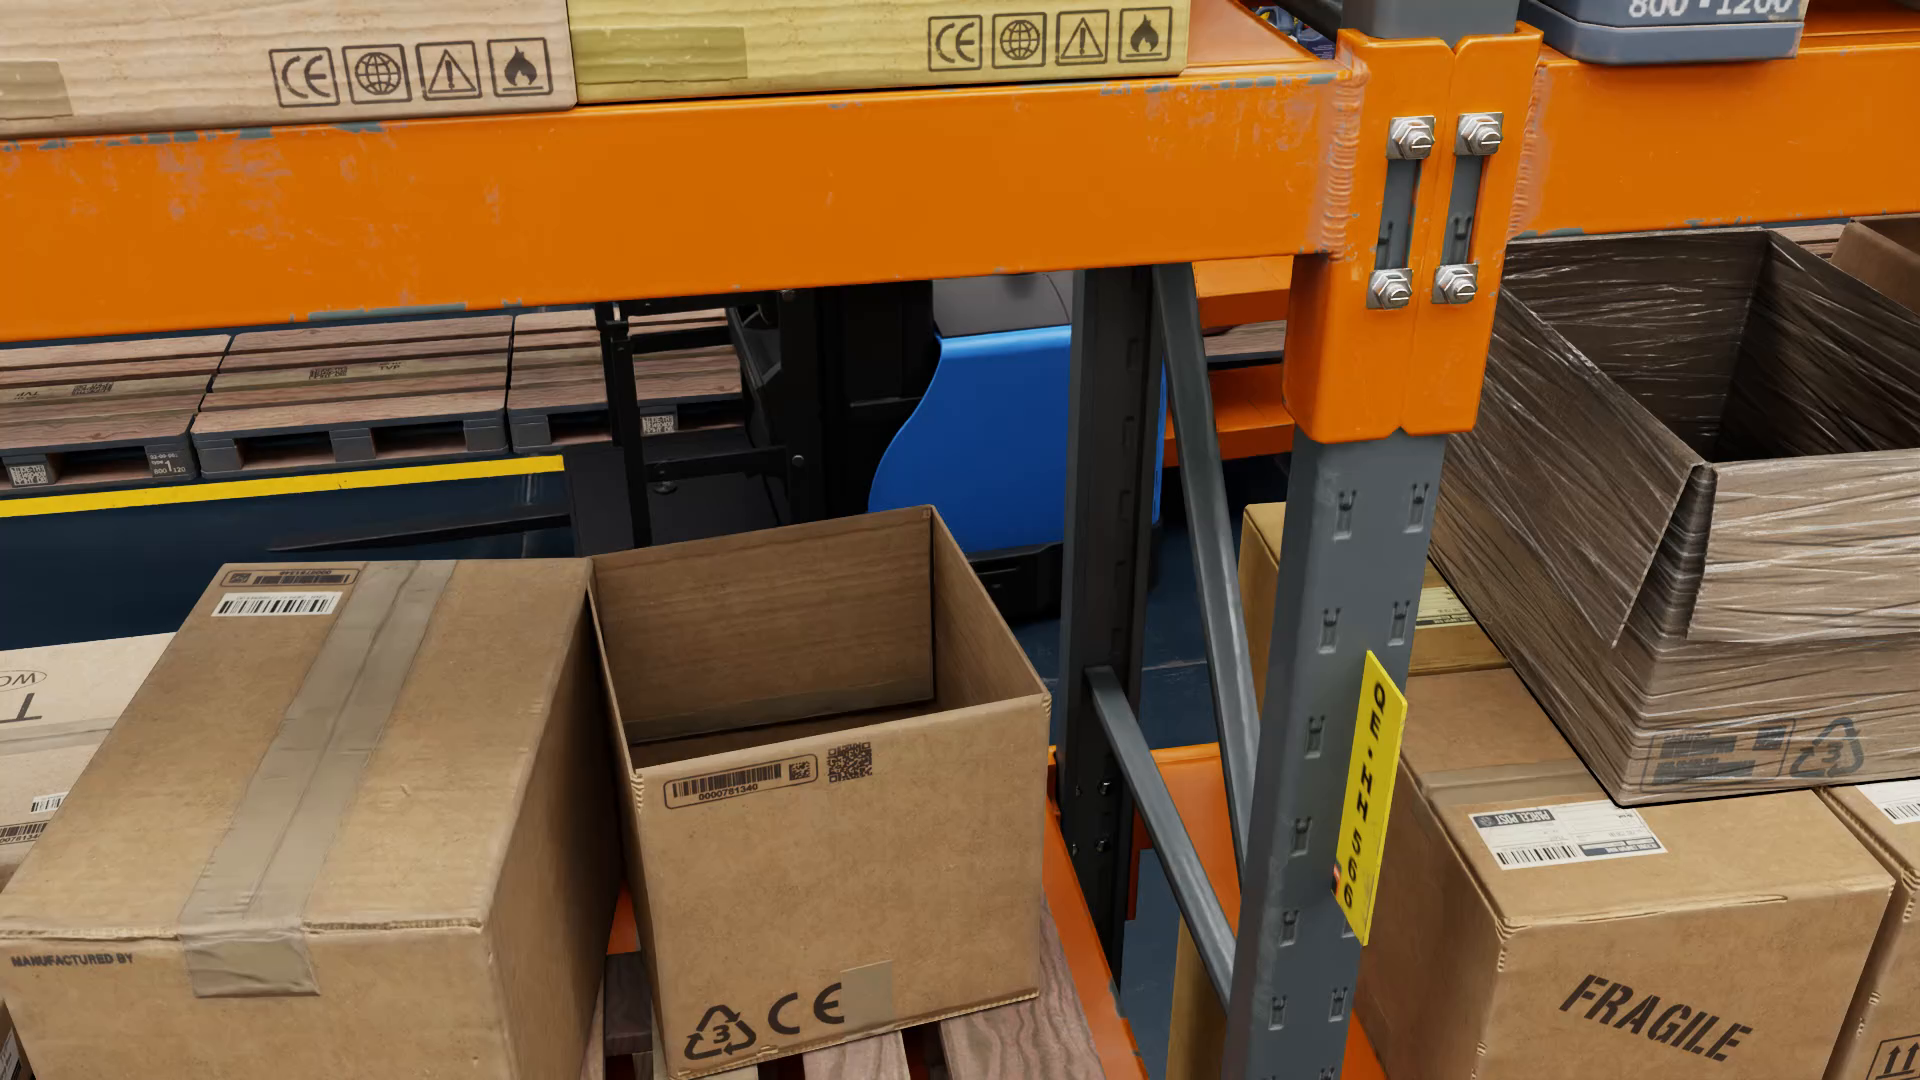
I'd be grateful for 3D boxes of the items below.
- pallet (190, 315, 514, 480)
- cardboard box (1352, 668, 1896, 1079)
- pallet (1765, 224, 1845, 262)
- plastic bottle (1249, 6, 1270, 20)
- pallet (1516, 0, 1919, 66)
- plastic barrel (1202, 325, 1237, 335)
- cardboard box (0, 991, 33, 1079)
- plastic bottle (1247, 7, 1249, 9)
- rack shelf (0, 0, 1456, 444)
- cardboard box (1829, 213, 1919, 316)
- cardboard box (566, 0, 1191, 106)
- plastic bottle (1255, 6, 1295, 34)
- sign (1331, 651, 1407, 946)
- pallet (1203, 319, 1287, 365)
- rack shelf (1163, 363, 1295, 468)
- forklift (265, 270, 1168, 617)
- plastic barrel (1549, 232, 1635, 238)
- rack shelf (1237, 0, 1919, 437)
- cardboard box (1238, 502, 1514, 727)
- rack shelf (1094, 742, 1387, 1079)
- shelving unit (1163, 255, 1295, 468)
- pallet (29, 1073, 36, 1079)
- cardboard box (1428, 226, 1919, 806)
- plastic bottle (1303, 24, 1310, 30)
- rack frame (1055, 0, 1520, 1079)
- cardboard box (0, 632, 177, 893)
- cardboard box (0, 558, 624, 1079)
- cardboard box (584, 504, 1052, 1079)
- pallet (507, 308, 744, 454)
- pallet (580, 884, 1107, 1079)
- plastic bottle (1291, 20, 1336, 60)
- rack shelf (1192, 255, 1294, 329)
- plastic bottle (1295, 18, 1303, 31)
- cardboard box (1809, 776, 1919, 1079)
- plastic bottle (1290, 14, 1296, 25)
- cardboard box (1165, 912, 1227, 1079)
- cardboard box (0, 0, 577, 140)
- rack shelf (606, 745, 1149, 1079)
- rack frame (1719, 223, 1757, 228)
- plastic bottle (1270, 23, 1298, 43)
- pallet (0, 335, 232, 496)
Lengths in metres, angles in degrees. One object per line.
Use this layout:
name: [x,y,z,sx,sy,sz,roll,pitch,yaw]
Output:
pallet: [-2.537,-0.635,7.122,1.213,0.211,1.003,-5,31,-9]
cardboard box: [0.849,0.519,2.309,0.500,0.500,0.500,-4,31,-7]
pallet: [4.080,-1.248,8.164,1.213,0.211,1.003,-5,31,-9]
plastic bottle: [1.352,-2.354,7.343,0.185,0.351,0.144,-5,31,-9]
pallet: [0.945,-0.826,1.922,1.003,0.211,1.213,-4,31,-7]
plastic barrel: [1.018,-1.296,7.460,0.708,0.588,0.600,-5,31,-9]
cardboard box: [-1.270,0.635,1.929,0.258,0.266,0.396,-6,31,-10]
plastic bottle: [1.199,-2.301,7.319,0.133,0.283,0.061,-5,31,-9]
rack shelf: [-1.646,-0.329,1.601,4.000,0.370,1.077,-5,31,-9]
cardboard box: [1.685,-0.121,2.409,0.637,0.503,0.797,-5,31,-8]
cardboard box: [-0.102,-0.592,1.486,0.500,0.250,0.500,-5,31,-9]
plastic bottle: [1.276,-2.058,6.840,0.185,0.351,0.144,-5,31,-9]
sign: [0.429,0.276,1.758,0.005,0.325,0.100,-5,31,-9]
pallet: [1.395,-0.999,7.740,1.213,0.211,1.003,-5,31,-9]
rack shelf: [1.081,-0.439,6.370,1.000,0.278,0.538,-8,31,-13]
forklift: [-0.870,-1.098,5.225,3.031,2.935,1.130,-8,31,-13]
plastic barrel: [2.826,-1.599,7.666,0.708,0.901,0.600,-5,31,-9]
rack shelf: [2.289,-0.695,2.222,4.000,0.370,1.077,-5,31,-9]
cardboard box: [0.762,0.259,2.751,0.500,0.500,0.500,-4,31,-7]
rack shelf: [2.289,0.598,2.983,4.000,0.370,1.077,-5,31,-9]
shelving unit: [1.081,-0.650,6.246,1.048,1.125,0.538,-8,31,-13]
pallet: [-1.618,0.755,2.196,1.213,0.211,1.003,-5,31,-9]
cardboard box: [1.044,-0.063,2.310,0.637,0.503,0.797,-4,31,-7]
plastic bottle: [1.582,-2.353,7.420,0.097,0.271,0.097,0,30,0]
rack frame: [0.322,0.473,2.487,0.053,2.616,0.949,-5,31,-9]
cardboard box: [-1.368,0.393,2.356,0.500,0.250,0.500,-6,31,-10]
cardboard box: [-0.733,0.417,2.069,0.500,0.500,0.700,-1,30,-2]
cardboard box: [-0.202,0.316,2.240,0.500,0.500,0.500,-9,32,-15]
pallet: [-1.340,-0.745,7.309,1.213,0.211,1.003,-5,31,-9]
pallet: [-0.360,0.672,2.337,1.003,0.211,1.213,-5,31,-9]
plastic bottle: [1.435,-1.995,6.732,0.185,0.351,0.144,-5,31,-9]
rack shelf: [1.081,-0.903,6.098,1.000,0.278,0.538,-8,31,-13]
plastic bottle: [1.486,-2.344,7.405,0.097,0.271,0.097,0,30,0]
cardboard box: [1.356,0.471,2.391,0.500,0.500,0.500,-6,31,-10]
plastic bottle: [1.417,-2.264,7.267,0.097,0.271,0.097,0,30,0]
cardboard box: [1.004,1.153,3.011,0.875,0.875,1.225,-7,31,-11]
cardboard box: [-0.588,-0.540,1.397,0.500,0.250,0.500,-5,31,-9]
rack shelf: [-1.646,0.964,2.362,4.000,0.370,1.077,-5,31,-9]
rack frame: [3.364,-2.364,7.310,0.127,3.000,1.000,-5,31,-9]
plastic bottle: [1.278,-1.950,6.729,0.135,0.276,0.152,-5,31,-9]
pallet: [-3.740,-0.522,6.930,1.213,0.211,1.003,-5,31,-9]
